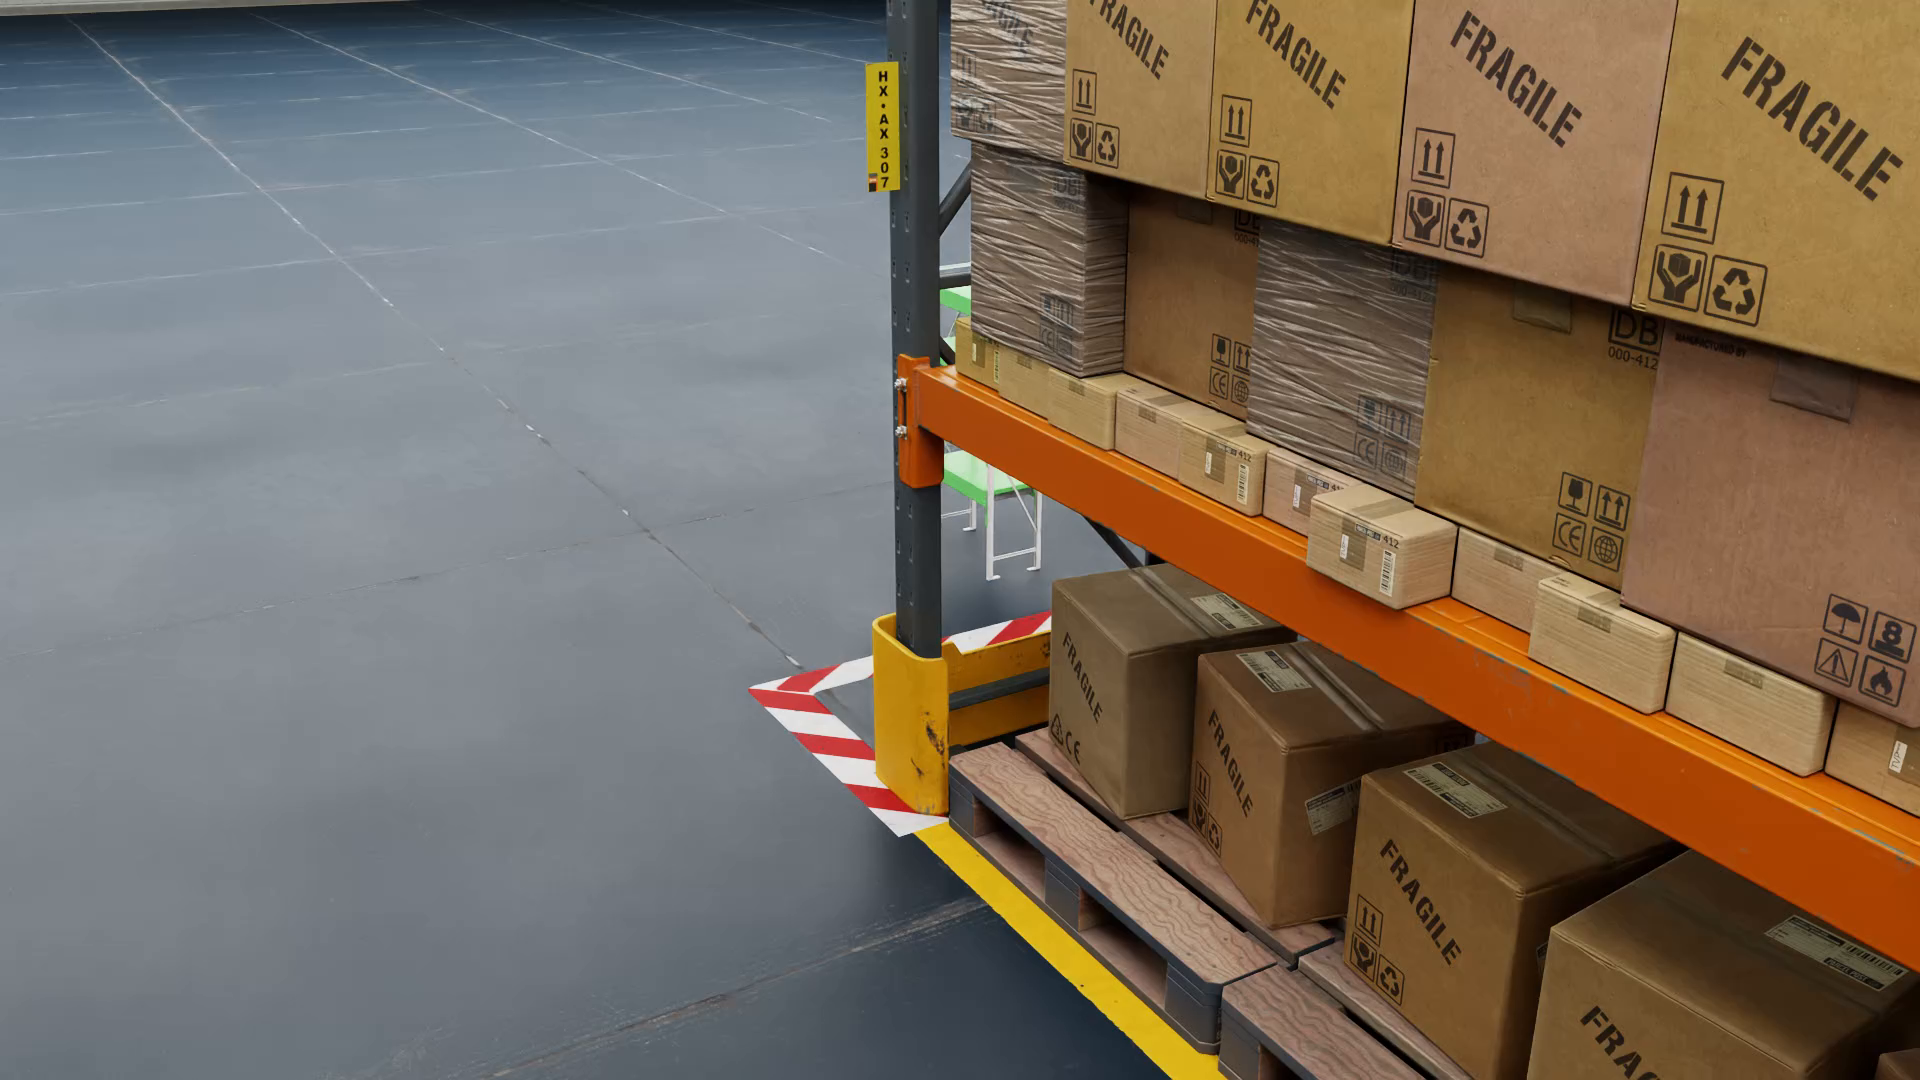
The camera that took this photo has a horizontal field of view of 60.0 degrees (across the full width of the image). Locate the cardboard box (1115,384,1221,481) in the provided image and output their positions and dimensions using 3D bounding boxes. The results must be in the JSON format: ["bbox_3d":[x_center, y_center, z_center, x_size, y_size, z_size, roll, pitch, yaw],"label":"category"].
[{"bbox_3d":[0.583,-0.271,3.829,0.380,0.149,0.250,-13,25,-28],"label":"cardboard box"}]

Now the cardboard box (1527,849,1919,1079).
[{"bbox_3d":[1.460,0.980,3.178,0.500,0.500,0.500,-15,27,-33],"label":"cardboard box"}]

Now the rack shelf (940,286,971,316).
[{"bbox_3d":[0.085,-0.888,6.297,0.258,0.148,0.480,-13,25,-28],"label":"rack shelf"}]

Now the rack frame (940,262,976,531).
[{"bbox_3d":[-0.040,-0.581,6.648,0.240,1.200,0.015,-13,25,-28],"label":"rack frame"}]

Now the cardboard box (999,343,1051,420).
[{"bbox_3d":[0.322,-0.432,4.224,0.380,0.149,0.250,-13,25,-28],"label":"cardboard box"}]

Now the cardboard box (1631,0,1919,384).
[{"bbox_3d":[1.336,-0.540,2.301,0.500,0.500,0.500,-13,25,-28],"label":"cardboard box"}]

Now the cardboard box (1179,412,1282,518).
[{"bbox_3d":[0.704,-0.189,3.627,0.380,0.149,0.250,-13,25,-28],"label":"cardboard box"}]

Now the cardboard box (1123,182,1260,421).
[{"bbox_3d":[0.886,-0.633,3.858,0.875,0.500,0.500,-13,25,-28],"label":"cardboard box"}]

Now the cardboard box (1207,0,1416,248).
[{"bbox_3d":[0.823,-0.863,3.096,0.500,0.500,0.500,-13,25,-28],"label":"cardboard box"}]

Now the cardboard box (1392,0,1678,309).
[{"bbox_3d":[1.084,-0.703,2.701,0.500,0.500,0.500,-13,25,-28],"label":"cardboard box"}]

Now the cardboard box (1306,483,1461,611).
[{"bbox_3d":[0.894,-0.012,3.192,0.380,0.149,0.250,-13,25,-28],"label":"cardboard box"}]

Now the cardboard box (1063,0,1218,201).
[{"bbox_3d":[0.566,-1.025,3.494,0.500,0.500,0.500,-13,25,-28],"label":"cardboard box"}]

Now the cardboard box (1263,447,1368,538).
[{"bbox_3d":[0.855,-0.113,3.440,0.380,0.149,0.250,-13,25,-28],"label":"cardboard box"}]

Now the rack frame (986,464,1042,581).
[{"bbox_3d":[0.209,-0.423,6.259,0.240,1.200,0.015,-13,25,-28],"label":"rack frame"}]

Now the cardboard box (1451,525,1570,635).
[{"bbox_3d":[1.136,0.043,3.056,0.380,0.149,0.250,-13,25,-28],"label":"cardboard box"}]

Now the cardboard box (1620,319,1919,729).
[{"bbox_3d":[1.570,-0.129,2.618,0.875,0.500,0.500,-13,25,-28],"label":"cardboard box"}]

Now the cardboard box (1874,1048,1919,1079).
[{"bbox_3d":[1.845,1.166,2.721,0.500,0.500,0.500,-5,23,-11],"label":"cardboard box"}]

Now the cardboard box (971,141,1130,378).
[{"bbox_3d":[0.528,-0.772,4.199,0.875,0.500,0.500,-13,25,-28],"label":"cardboard box"}]

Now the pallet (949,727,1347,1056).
[{"bbox_3d":[0.694,0.815,4.526,1.003,0.211,1.213,-13,25,-28],"label":"pallet"}]

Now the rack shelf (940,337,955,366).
[{"bbox_3d":[0.085,-0.665,6.387,0.258,0.148,0.480,-13,25,-28],"label":"rack shelf"}]

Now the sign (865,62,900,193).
[{"bbox_3d":[-0.196,-1.068,4.305,0.100,0.325,0.005,-13,25,-28],"label":"sign"}]

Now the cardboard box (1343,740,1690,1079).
[{"bbox_3d":[1.213,0.791,3.644,0.500,0.500,0.500,-10,24,-23],"label":"cardboard box"}]

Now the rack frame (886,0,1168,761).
[{"bbox_3d":[0.270,-0.771,4.725,1.000,3.000,0.127,-13,25,-28],"label":"rack frame"}]

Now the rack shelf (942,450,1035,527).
[{"bbox_3d":[0.085,-0.221,6.568,0.258,0.148,0.480,-13,25,-28],"label":"rack shelf"}]

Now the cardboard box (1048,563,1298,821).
[{"bbox_3d":[0.575,0.398,4.612,0.500,0.500,0.500,-8,23,-18],"label":"cardboard box"}]

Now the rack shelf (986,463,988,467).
[{"bbox_3d":[0.085,-0.443,6.478,0.258,0.148,0.480,-13,25,-28],"label":"rack shelf"}]

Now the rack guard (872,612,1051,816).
[{"bbox_3d":[0.309,0.411,5.135,1.175,0.500,0.348,-13,25,-28],"label":"rack guard"}]

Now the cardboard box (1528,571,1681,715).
[{"bbox_3d":[1.198,0.139,2.820,0.380,0.149,0.250,-13,25,-28],"label":"cardboard box"}]

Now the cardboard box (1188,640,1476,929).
[{"bbox_3d":[0.910,0.585,4.152,0.500,0.500,0.500,-6,23,-14],"label":"cardboard box"}]

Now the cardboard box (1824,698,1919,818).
[{"bbox_3d":[1.518,0.286,2.458,0.380,0.149,0.250,-13,25,-28],"label":"cardboard box"}]

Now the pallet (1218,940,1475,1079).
[{"bbox_3d":[1.313,1.209,3.555,1.003,0.211,1.213,-13,25,-28],"label":"pallet"}]

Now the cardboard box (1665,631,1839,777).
[{"bbox_3d":[1.355,0.213,2.638,0.380,0.149,0.250,-13,25,-28],"label":"cardboard box"}]

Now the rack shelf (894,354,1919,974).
[{"bbox_3d":[1.292,0.210,3.268,1.077,0.370,4.000,-13,25,-28],"label":"rack shelf"}]

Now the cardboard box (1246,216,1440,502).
[{"bbox_3d":[1.105,-0.463,3.439,0.875,0.500,0.500,-13,25,-28],"label":"cardboard box"}]

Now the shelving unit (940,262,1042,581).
[{"bbox_3d":[0.085,-0.502,6.454,0.258,1.200,0.503,-13,25,-28],"label":"shelving unit"}]

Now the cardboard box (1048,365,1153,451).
[{"bbox_3d":[0.437,-0.348,4.018,0.380,0.149,0.250,-13,25,-28],"label":"cardboard box"}]

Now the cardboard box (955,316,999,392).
[{"bbox_3d":[0.211,-0.517,4.433,0.380,0.149,0.250,-13,25,-28],"label":"cardboard box"}]

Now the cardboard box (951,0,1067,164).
[{"bbox_3d":[0.317,-1.188,3.895,0.500,0.500,0.500,-13,25,-28],"label":"cardboard box"}]

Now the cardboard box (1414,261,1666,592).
[{"bbox_3d":[1.350,-0.299,3.035,0.875,0.500,0.500,-13,25,-28],"label":"cardboard box"}]
